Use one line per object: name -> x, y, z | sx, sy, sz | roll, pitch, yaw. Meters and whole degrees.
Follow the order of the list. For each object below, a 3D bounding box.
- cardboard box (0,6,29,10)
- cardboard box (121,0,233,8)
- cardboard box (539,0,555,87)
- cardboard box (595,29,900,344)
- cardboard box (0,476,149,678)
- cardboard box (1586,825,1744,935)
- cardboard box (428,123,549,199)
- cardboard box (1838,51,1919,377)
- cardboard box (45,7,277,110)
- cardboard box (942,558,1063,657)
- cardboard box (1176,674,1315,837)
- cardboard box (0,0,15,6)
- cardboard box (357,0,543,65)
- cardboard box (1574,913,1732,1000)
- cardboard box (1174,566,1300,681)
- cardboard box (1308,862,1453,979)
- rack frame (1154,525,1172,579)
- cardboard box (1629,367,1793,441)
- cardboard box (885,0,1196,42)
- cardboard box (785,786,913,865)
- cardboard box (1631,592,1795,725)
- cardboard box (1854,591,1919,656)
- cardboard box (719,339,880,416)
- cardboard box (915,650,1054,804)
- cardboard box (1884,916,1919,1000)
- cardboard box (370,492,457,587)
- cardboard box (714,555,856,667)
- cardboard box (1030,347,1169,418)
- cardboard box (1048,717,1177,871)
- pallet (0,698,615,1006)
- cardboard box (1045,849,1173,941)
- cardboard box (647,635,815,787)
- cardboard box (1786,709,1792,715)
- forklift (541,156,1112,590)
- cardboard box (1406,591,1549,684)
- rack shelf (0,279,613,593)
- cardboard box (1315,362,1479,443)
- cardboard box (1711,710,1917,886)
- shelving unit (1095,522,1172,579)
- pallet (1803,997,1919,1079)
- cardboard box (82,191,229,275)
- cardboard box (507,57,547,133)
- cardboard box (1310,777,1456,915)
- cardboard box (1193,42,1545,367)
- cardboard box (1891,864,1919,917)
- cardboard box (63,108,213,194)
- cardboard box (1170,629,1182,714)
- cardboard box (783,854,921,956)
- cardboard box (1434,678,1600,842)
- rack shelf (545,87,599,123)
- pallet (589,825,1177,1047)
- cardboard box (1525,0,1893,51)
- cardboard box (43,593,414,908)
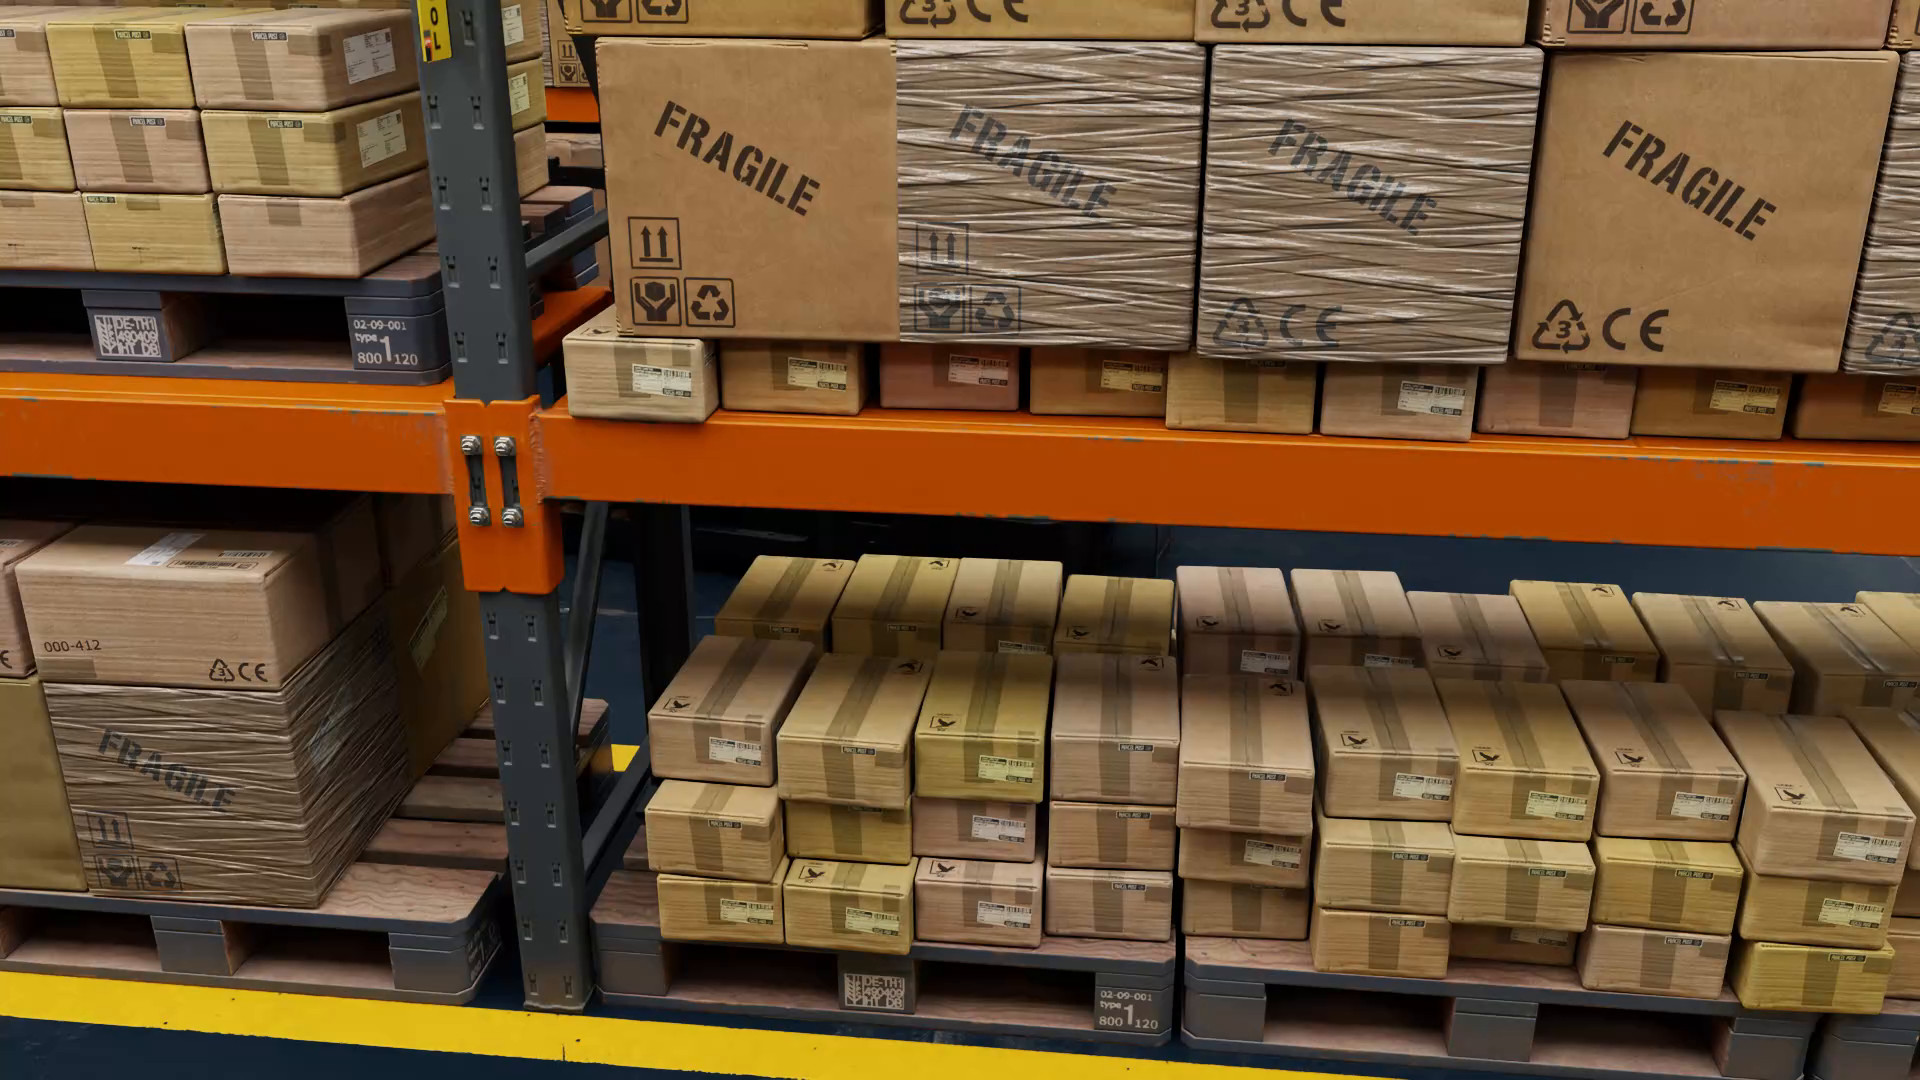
cardboard box -> -1.991, -0.931, 3.176 | 0.250, 0.149, 0.380 | 2, 22, 6
cardboard box -> -1.654, -1.157, 3.748 | 0.250, 0.149, 0.380 | 3, 22, 7
cardboard box -> -2.105, -2.436, 7.886 | 0.500, 0.500, 0.500 | 3, 22, 6
cardboard box -> -0.323, -0.667, 3.005 | 0.500, 0.500, 0.500 | 2, 22, 5
cardboard box -> -2.064, 0.056, 3.526 | 0.500, 0.250, 0.500 | 4, 22, 9
cardboard box -> 1.345, 0.594, 3.259 | 0.250, 0.149, 0.380 | 4, 22, 9
cardboard box -> -1.123, -0.859, 3.802 | 0.250, 0.149, 0.380 | 1, 22, 4
cardboard box -> 1.695, -0.575, 2.774 | 0.500, 0.500, 0.500 | 3, 22, 6
cardboard box -> -1.474, -0.908, 3.117 | 0.250, 0.149, 0.380 | 2, 22, 5
cardboard box -> 0.105, 0.184, 3.892 | 0.250, 0.149, 0.380 | 2, 22, 6
cardboard box -> 0.561, 0.420, 3.296 | 0.250, 0.149, 0.380 | 3, 22, 7
cardboard box -> -2.156, -1.180, 3.805 | 0.250, 0.149, 0.380 | 2, 22, 6
cardboard box -> -1.123, -1.135, 3.693 | 0.250, 0.149, 0.380 | 4, 22, 9
cardboard box -> 1.344, 0.732, 3.316 | 0.250, 0.149, 0.380 | 3, 22, 7
cardboard box -> 0.633, 0.202, 3.847 | 0.250, 0.149, 0.380 | 1, 22, 4
cardboard box -> 0.832, 0.710, 3.371 | 0.250, 0.149, 0.380 | 2, 22, 5
rack frame -> 0.695, -0.329, 5.548 | 0.006, 0.900, 0.240 | 7, 23, 17
cardboard box -> 1.296, -0.310, 2.985 | 0.250, 0.149, 0.380 | 3, 22, 7
cardboard box -> 0.150, -1.120, 2.791 | 0.500, 0.500, 0.500 | 2, 22, 5
cardboard box -> -0.201, 0.508, 3.477 | 0.250, 0.149, 0.380 | 3, 22, 7
cardboard box -> 1.653, 0.263, 3.691 | 0.250, 0.149, 0.380 | 3, 22, 8
cardboard box -> 2.183, 0.259, 3.701 | 0.250, 0.149, 0.380 | 2, 22, 6
cardboard box -> -0.277, -0.363, 3.119 | 0.250, 0.149, 0.380 | 3, 22, 8
cardboard box -> 0.056, 0.376, 3.407 | 0.250, 0.149, 0.380 | 2, 22, 6
cardboard box -> 1.873, 0.739, 3.297 | 0.250, 0.149, 0.380 | 3, 22, 7
cardboard box -> -1.488, -0.105, 3.935 | 0.500, 0.250, 0.500 | 2, 22, 4
cardboard box -> -0.401, 0.179, 3.904 | 0.250, 0.149, 0.380 | 3, 22, 8
cardboard box -> 0.263, -0.356, 3.103 | 0.250, 0.149, 0.380 | 2, 22, 4
cardboard box -> 0.313, 0.518, 3.452 | 0.250, 0.149, 0.380 | 1, 22, 4
pallet -> -1.559, 0.669, 3.962 | 1.213, 0.211, 1.003 | 2, 22, 6
cardboard box -> 0.313, 0.664, 3.486 | 0.250, 0.149, 0.380 | 2, 22, 5
cardboard box -> -0.468, 0.349, 3.474 | 0.250, 0.149, 0.380 | 3, 22, 8
cardboard box -> 1.936, 0.392, 3.770 | 0.250, 0.149, 0.380 | 3, 22, 8
forklift -> -0.940, -1.475, 5.685 | 3.031, 2.935, 1.130 | 7, 23, 17
cardboard box -> 1.136, 0.259, 3.701 | 0.250, 0.149, 0.380 | 3, 22, 6
rack shelf -> -2.772, -0.347, 3.716 | 4.000, 0.370, 1.077 | 2, 22, 6
cardboard box -> 0.771, -0.307, 2.979 | 0.250, 0.149, 0.380 | 3, 22, 9
cardboard box -> 1.593, 0.479, 3.145 | 0.250, 0.149, 0.380 | 3, 22, 8
shelving unit -> 0.599, -0.341, 5.578 | 0.210, 0.900, 0.258 | 7, 23, 17
pallet -> 2.309, 0.823, 3.570 | 1.213, 0.211, 1.003 | 2, 22, 6
cardboard box -> -1.461, -0.629, 3.223 | 0.250, 0.149, 0.380 | 3, 22, 7
cardboard box -> -1.123, -0.997, 3.747 | 0.250, 0.149, 0.380 | 3, 22, 7
cardboard box -> 0.826, 0.572, 3.314 | 0.250, 0.149, 0.380 | 2, 22, 6
cardboard box -> 0.665, -0.613, 2.869 | 0.500, 0.500, 0.500 | 2, 22, 5
cardboard box -> 1.858, 0.580, 3.294 | 0.250, 0.149, 0.380 | 2, 22, 6
cardboard box -> -1.466, -0.768, 3.168 | 0.250, 0.149, 0.380 | 3, 22, 7
cardboard box -> 0.596, 0.357, 3.858 | 0.250, 0.149, 0.380 | 3, 22, 8
cardboard box -> -0.197, 0.680, 3.446 | 0.250, 0.149, 0.380 | 3, 22, 8
cardboard box -> 1.081, 0.426, 3.279 | 0.250, 0.149, 0.380 | 3, 22, 7
rack shelf -> -2.087, -2.154, 8.286 | 4.000, 0.370, 1.077 | 2, 22, 6
pallet -> -0.114, 0.718, 3.837 | 1.213, 0.211, 1.003 | 2, 22, 6
cardboard box -> 1.157, -1.064, 2.650 | 0.500, 0.500, 0.500 | 2, 22, 4
cardboard box -> -1.550, 0.432, 3.596 | 0.500, 0.500, 0.500 | 2, 22, 5
